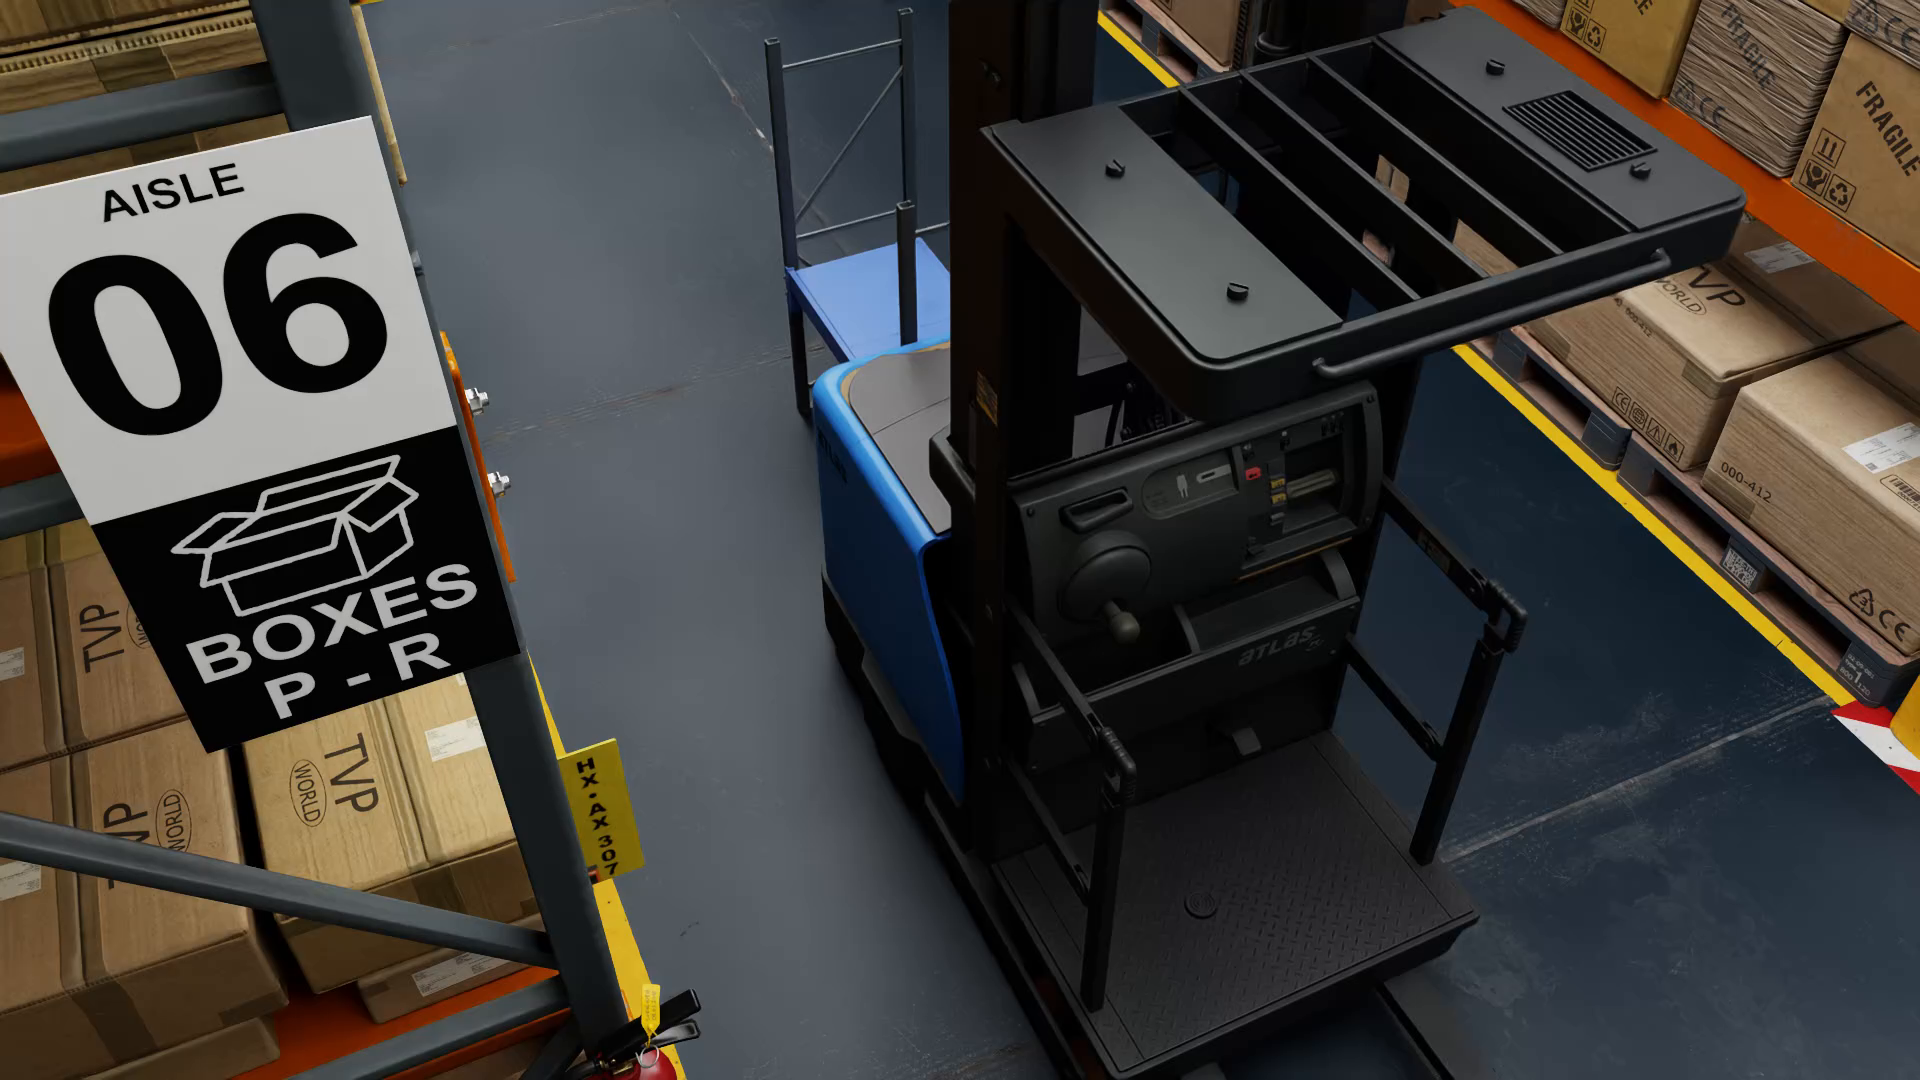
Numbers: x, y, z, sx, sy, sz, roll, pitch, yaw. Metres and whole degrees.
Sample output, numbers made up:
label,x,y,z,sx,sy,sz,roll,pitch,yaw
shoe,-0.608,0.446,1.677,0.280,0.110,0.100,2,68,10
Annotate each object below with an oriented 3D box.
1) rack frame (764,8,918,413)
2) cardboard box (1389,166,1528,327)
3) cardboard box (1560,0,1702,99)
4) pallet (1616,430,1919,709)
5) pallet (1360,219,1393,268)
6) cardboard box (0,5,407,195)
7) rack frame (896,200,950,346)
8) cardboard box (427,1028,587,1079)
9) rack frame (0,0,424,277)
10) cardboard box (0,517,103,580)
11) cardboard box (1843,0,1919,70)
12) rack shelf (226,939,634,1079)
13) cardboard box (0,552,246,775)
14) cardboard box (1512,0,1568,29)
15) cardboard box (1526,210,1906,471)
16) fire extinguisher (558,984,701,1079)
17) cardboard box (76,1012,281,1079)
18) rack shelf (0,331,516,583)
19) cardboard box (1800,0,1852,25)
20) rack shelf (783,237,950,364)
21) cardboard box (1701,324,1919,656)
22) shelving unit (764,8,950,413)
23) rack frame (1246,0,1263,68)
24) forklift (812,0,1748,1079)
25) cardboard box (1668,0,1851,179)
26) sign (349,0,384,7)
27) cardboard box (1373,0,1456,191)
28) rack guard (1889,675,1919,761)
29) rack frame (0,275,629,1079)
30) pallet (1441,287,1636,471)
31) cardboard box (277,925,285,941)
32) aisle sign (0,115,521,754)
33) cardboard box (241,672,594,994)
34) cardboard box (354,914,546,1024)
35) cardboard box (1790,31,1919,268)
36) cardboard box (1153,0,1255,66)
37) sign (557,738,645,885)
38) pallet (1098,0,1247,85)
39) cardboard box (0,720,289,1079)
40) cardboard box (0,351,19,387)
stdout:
label,x,y,z,sx,sy,sz,roll,pitch,yaw
rack frame,-0.381,-1.095,5.792,0.500,1.500,0.032,-19,48,-18
cardboard box,2.315,-1.359,6.517,0.875,0.438,0.875,-19,48,-19
cardboard box,2.359,-1.814,5.381,0.500,0.500,0.500,-17,47,-16
pallet,3.047,-0.068,5.669,1.003,0.211,1.213,-18,47,-17
pallet,2.021,-1.623,7.245,1.003,0.211,1.213,-18,47,-17
cardboard box,-0.987,-0.590,1.972,0.500,0.250,0.500,-19,48,-18
rack frame,0.057,-0.450,5.139,0.500,1.500,0.032,-19,48,-18
cardboard box,-1.219,1.215,3.861,0.797,0.503,0.637,-20,48,-19
rack frame,-1.048,-1.242,0.602,1.000,3.000,0.127,-18,47,-17
cardboard box,-1.902,-0.019,3.529,0.500,0.250,0.500,-17,47,-16
cardboard box,2.789,-1.527,4.379,0.500,0.500,0.500,-18,47,-17
rack shelf,-1.889,-0.125,4.253,1.077,0.370,4.000,-18,47,-17
cardboard box,-1.698,0.298,3.208,0.500,0.250,0.500,-18,47,-17
cardboard box,2.143,-2.142,5.714,0.500,0.500,0.500,-18,47,-17
cardboard box,2.693,-0.784,5.934,0.875,0.438,0.875,-17,47,-16
fire extinguisher,-0.567,1.011,2.910,0.296,0.674,0.183,-18,47,-17
cardboard box,-1.431,0.851,2.931,0.380,0.149,0.250,-19,48,-18
rack shelf,-1.889,-1.192,3.199,1.077,0.370,4.000,-18,47,-17
cardboard box,2.584,-1.843,4.700,0.500,0.500,0.500,-18,47,-18
rack shelf,-0.162,-0.645,5.592,0.538,0.185,1.000,-19,48,-18
cardboard box,3.085,-0.203,5.345,0.875,0.438,0.875,-20,48,-19
shelving unit,-0.162,-0.773,5.465,0.538,1.500,1.048,-19,48,-18
rack frame,1.772,-3.124,6.780,1.000,3.000,0.127,-18,47,-17
forklift,0.654,0.032,3.631,1.130,2.935,3.031,-19,48,-18
cardboard box,2.588,-1.489,5.052,0.500,0.500,0.500,-17,47,-16
sign,-0.556,-0.645,1.511,0.100,0.325,0.005,-18,47,-17
cardboard box,1.938,-1.929,7.095,0.875,0.438,0.875,-19,48,-18
rack guard,3.464,0.331,5.059,1.175,0.500,0.348,-18,47,-17
rack frame,-1.048,0.894,2.709,1.000,3.000,0.127,-18,47,-17
pallet,2.537,-0.845,6.456,1.003,0.211,1.213,-18,47,-17
cardboard box,-1.482,0.671,3.113,0.380,0.149,0.250,-17,47,-16
aisle sign,-0.753,-0.075,1.839,0.394,0.787,0.004,-18,47,-17
cardboard box,-0.995,0.473,3.030,0.500,0.250,0.500,-18,47,-17
cardboard box,-0.938,0.693,3.091,0.380,0.149,0.250,-18,48,-18
cardboard box,2.813,-1.164,4.722,0.500,0.500,0.500,-19,48,-18
cardboard box,1.439,-2.888,7.755,0.875,0.875,0.875,-17,47,-16
sign,-0.556,0.425,2.567,0.100,0.325,0.005,-18,47,-17
pallet,1.379,-2.600,8.235,1.003,0.211,1.213,-18,47,-17
cardboard box,-1.483,0.626,2.874,0.500,0.250,0.500,-17,47,-16
cardboard box,-0.971,-0.356,2.019,0.380,0.149,0.250,-17,47,-17
